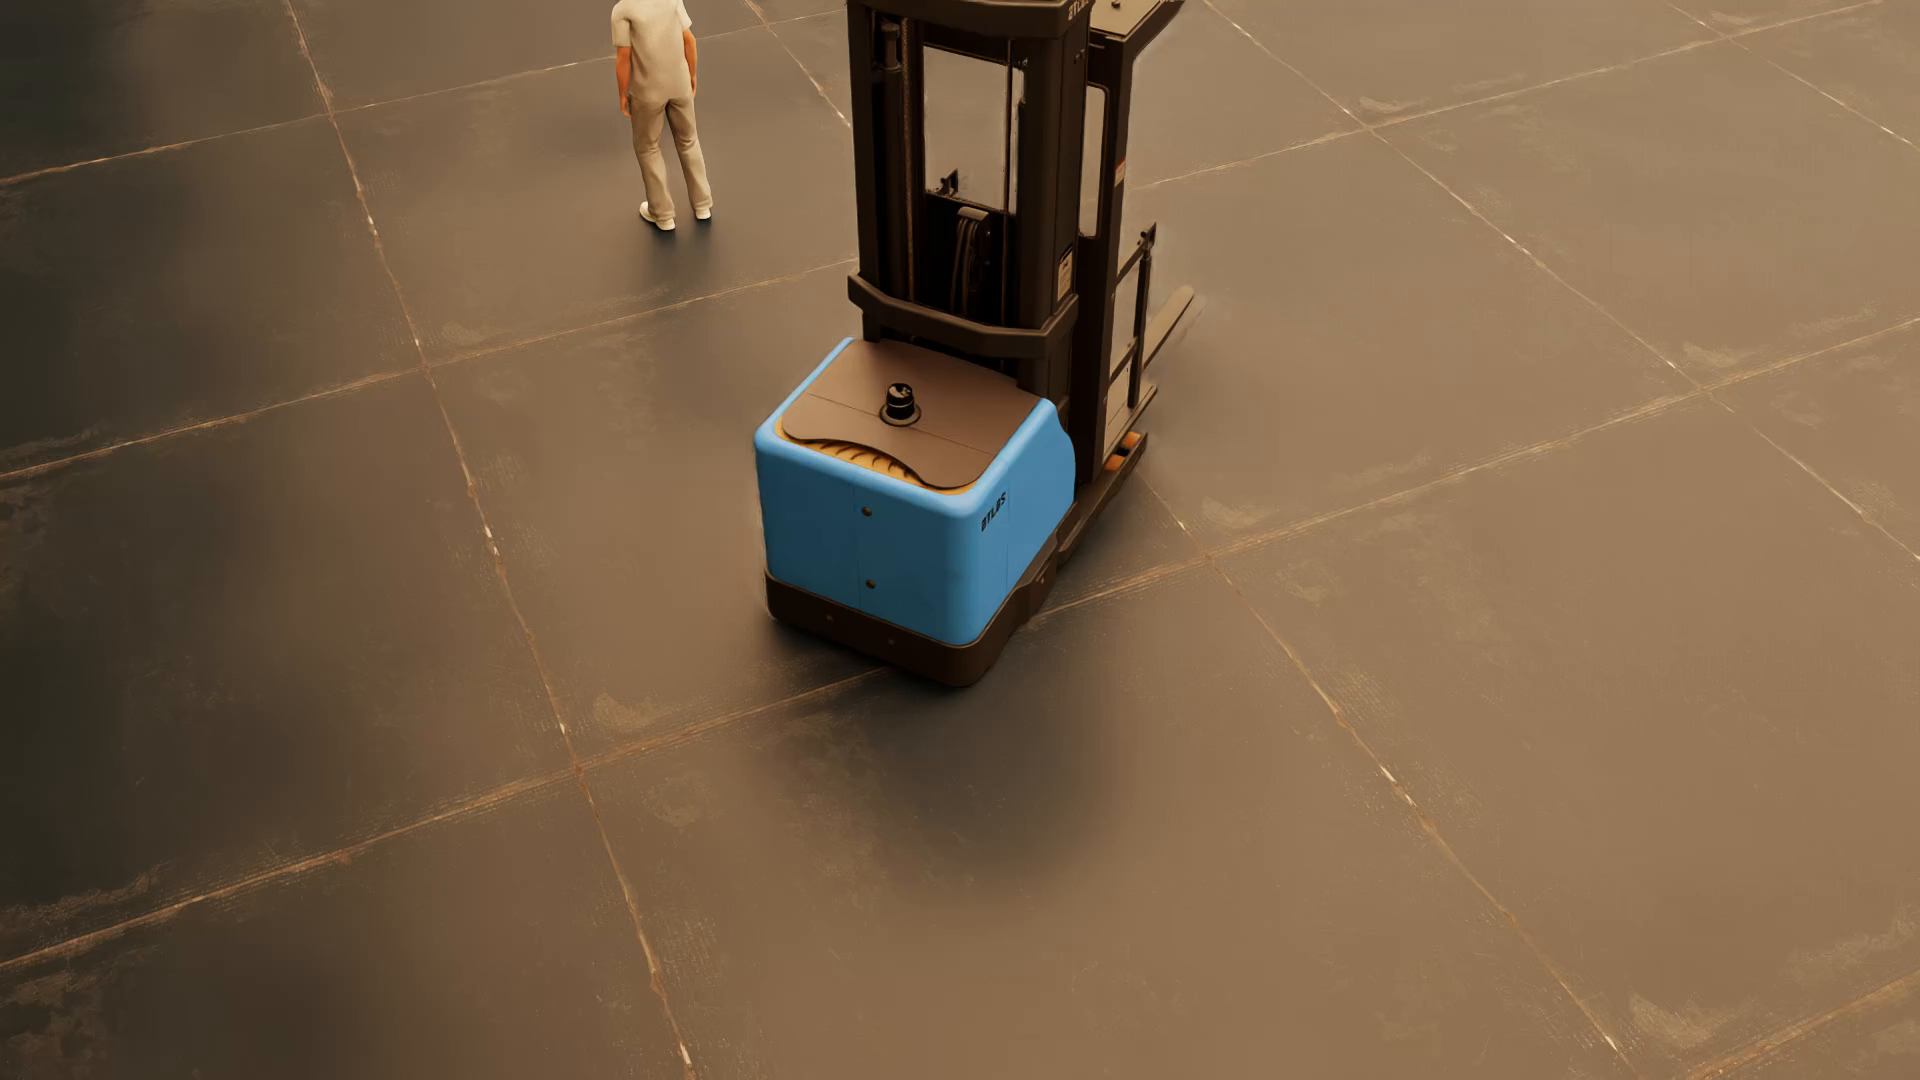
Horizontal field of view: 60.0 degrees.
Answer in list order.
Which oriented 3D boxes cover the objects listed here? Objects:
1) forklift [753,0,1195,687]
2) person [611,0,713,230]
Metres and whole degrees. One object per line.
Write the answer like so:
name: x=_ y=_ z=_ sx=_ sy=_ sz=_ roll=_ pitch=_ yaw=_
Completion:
forklift: x=0.270 y=-1.453 z=7.237 sx=1.130 sy=2.935 sz=3.031 roll=19 pitch=46 yaw=20
person: x=-1.687 y=-2.530 z=9.315 sx=0.495 sy=1.671 sz=0.363 roll=-23 pitch=48 yaw=-23
